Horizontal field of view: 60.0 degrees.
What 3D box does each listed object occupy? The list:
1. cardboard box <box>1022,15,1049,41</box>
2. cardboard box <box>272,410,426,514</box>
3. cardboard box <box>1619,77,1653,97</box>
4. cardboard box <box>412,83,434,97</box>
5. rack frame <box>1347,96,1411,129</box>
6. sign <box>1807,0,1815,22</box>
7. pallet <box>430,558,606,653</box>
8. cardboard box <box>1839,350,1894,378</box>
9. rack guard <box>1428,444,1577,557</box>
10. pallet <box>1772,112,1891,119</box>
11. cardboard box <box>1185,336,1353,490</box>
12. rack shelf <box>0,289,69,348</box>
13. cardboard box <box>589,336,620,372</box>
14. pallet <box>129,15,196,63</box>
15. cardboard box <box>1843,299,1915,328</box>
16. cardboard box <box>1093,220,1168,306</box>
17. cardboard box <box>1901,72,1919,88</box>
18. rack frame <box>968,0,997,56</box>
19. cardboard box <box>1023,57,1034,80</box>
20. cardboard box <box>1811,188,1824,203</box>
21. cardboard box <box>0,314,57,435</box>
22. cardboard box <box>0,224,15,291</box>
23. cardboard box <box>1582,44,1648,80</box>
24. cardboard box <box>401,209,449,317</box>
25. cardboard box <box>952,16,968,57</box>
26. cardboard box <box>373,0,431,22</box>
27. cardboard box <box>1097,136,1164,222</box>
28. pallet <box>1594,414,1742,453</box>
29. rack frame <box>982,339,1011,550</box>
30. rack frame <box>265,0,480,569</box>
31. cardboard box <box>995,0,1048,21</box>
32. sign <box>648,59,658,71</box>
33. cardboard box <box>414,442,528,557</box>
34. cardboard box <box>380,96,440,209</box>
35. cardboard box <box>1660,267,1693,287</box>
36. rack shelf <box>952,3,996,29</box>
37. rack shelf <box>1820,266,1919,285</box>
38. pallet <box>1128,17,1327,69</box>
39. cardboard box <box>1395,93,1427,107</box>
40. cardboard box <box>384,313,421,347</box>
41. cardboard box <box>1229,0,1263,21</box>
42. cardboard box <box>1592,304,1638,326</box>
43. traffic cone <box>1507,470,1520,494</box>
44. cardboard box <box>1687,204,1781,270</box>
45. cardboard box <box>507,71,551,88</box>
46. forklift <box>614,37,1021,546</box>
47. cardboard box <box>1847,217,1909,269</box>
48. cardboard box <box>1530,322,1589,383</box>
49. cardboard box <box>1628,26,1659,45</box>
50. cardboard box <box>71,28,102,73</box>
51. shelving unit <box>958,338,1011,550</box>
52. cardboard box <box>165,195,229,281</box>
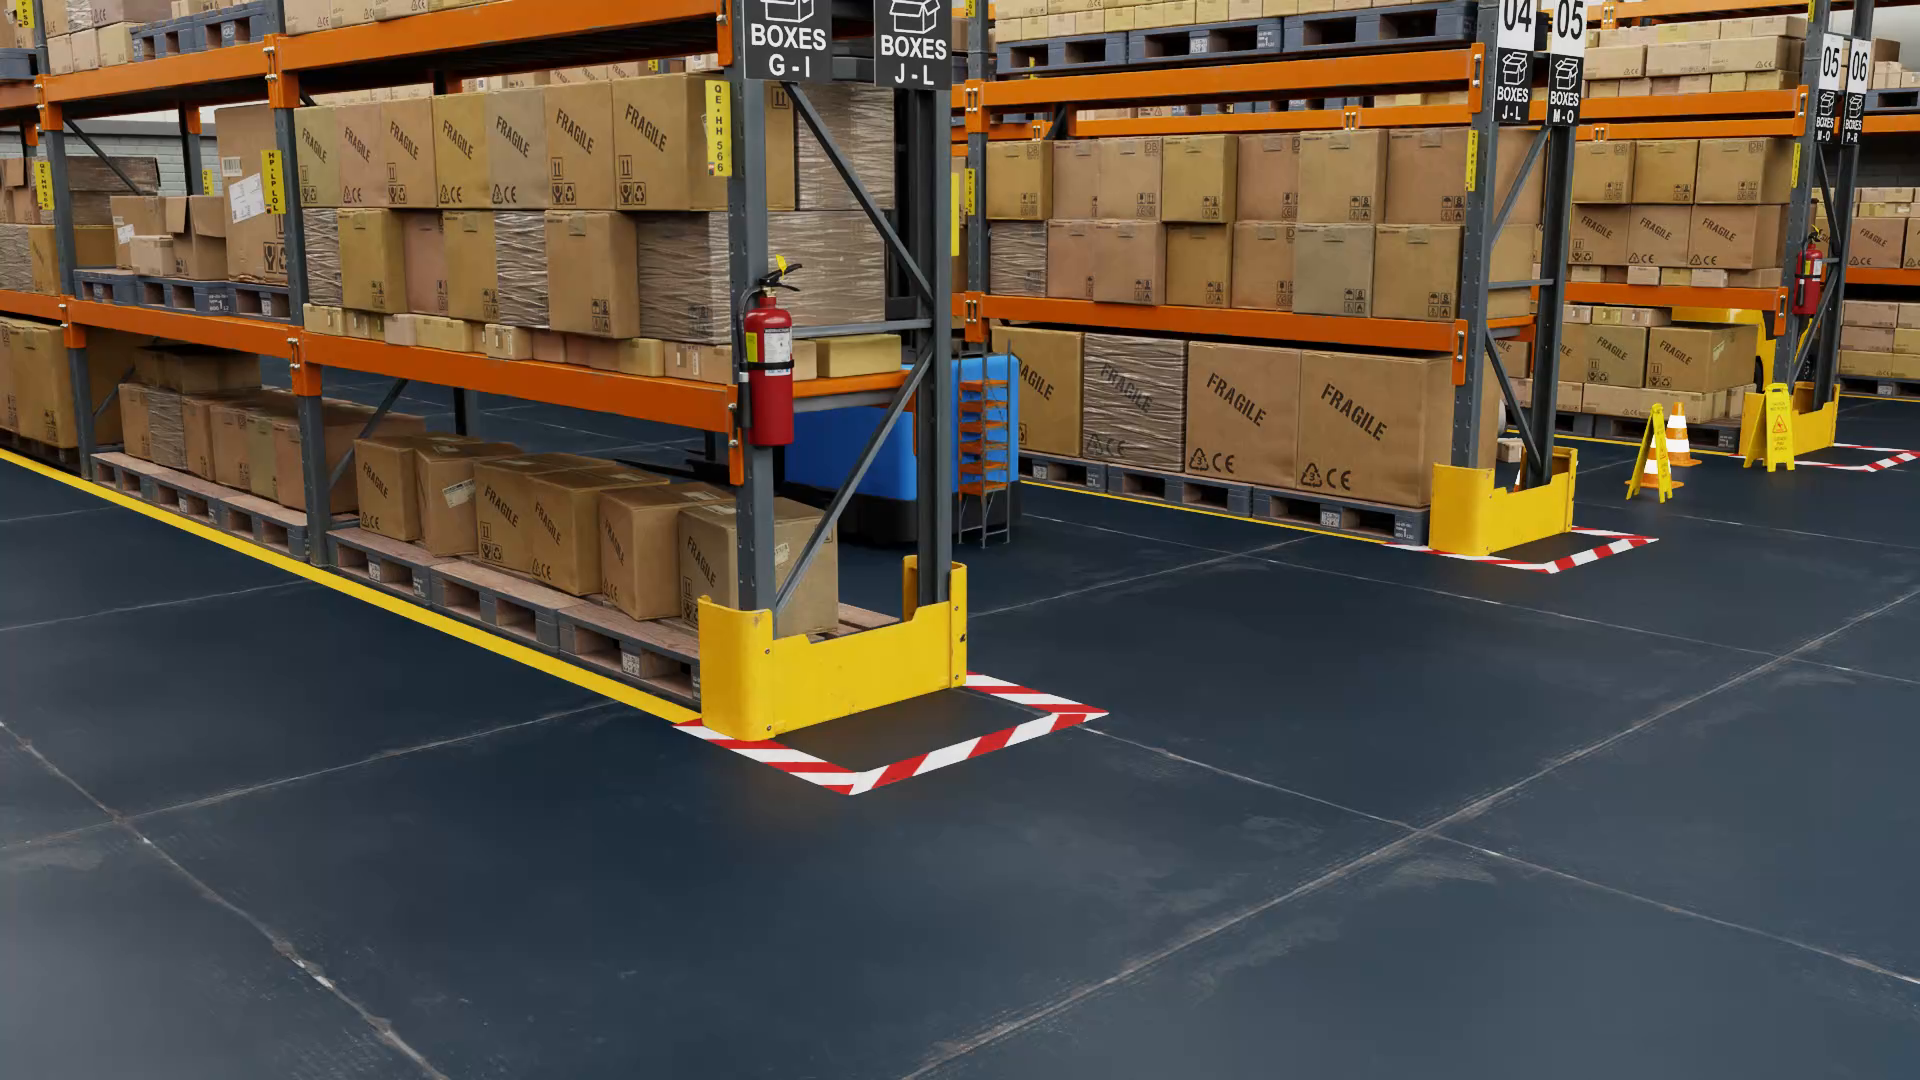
[{"bbox_3d":[0.646,-3.526,11.491,0.380,0.149,0.250,-11,16,-42],"label":"cardboard box"},{"bbox_3d":[-3.606,-0.470,9.865,0.500,0.500,0.700,10,15,41],"label":"cardboard box"},{"bbox_3d":[5.596,-3.694,13.597,0.380,0.149,0.250,-11,16,-43],"label":"cardboard box"},{"bbox_3d":[-5.568,-4.903,17.975,0.500,0.250,0.500,11,16,42],"label":"cardboard box"},{"bbox_3d":[3.970,-2.767,15.910,1.000,3.000,0.127,-11,16,-43],"label":"rack frame"},{"bbox_3d":[6.317,-4.012,12.324,0.100,0.325,0.005,-11,16,-43],"label":"sign"},{"bbox_3d":[-1.861,0.250,8.173,1.003,0.211,1.213,-11,16,-43],"label":"pallet"},{"bbox_3d":[9.430,-1.833,17.150,0.500,0.250,0.500,-11,16,-43],"label":"cardboard box"},{"bbox_3d":[3.239,-0.251,9.892,1.175,0.500,0.348,-11,16,-43],"label":"rack guard"},{"bbox_3d":[9.004,-4.587,17.526,1.003,0.211,1.213,-11,16,-43],"label":"pallet"},{"bbox_3d":[2.097,-0.862,10.887,0.875,0.875,0.875,-11,16,-43],"label":"cardboard box"},{"bbox_3d":[-7.341,-1.910,13.530,1.077,0.370,4.000,-11,16,-43],"label":"rack shelf"},{"bbox_3d":[-1.325,-0.797,6.969,0.380,0.149,0.250,-11,16,-43],"label":"cardboard box"},{"bbox_3d":[-4.265,-3.020,10.166,1.213,0.211,1.003,-11,16,-43],"label":"pallet"},{"bbox_3d":[9.419,-2.322,17.044,0.500,0.250,0.500,-11,16,-42],"label":"cardboard box"},{"bbox_3d":[1.407,-1.912,11.386,0.875,0.550,0.550,-11,16,-43],"label":"cardboard box"},{"bbox_3d":[9.528,-4.555,16.489,0.250,0.149,0.380,11,16,44],"label":"cardboard box"},{"bbox_3d":[0.460,-5.001,11.885,1.000,3.000,0.127,-11,16,-43],"label":"rack frame"},{"bbox_3d":[0.838,-5.111,18.553,0.637,0.503,0.797,11,16,42],"label":"cardboard box"},{"bbox_3d":[8.966,-3.583,17.279,0.380,0.149,0.250,-10,16,-41],"label":"cardboard box"},{"bbox_3d":[-7.031,-1.370,13.353,1.225,0.875,0.875,-11,16,-42],"label":"cardboard box"},{"bbox_3d":[-7.181,-2.206,12.936,0.500,0.500,0.500,11,16,43],"label":"cardboard box"},{"bbox_3d":[5.476,-3.911,13.661,0.500,0.250,0.500,-10,16,-41],"label":"cardboard box"},{"bbox_3d":[-2.193,-1.370,8.143,0.875,0.500,0.500,-11,16,-43],"label":"cardboard box"},{"bbox_3d":[-0.144,-3.794,12.543,0.500,0.250,0.500,-11,16,-42],"label":"cardboard box"},{"bbox_3d":[-2.367,-2.530,7.697,0.500,0.250,0.500,11,16,43],"label":"cardboard box"},{"bbox_3d":[1.427,-2.445,11.296,0.875,0.550,0.550,-11,16,-43],"label":"cardboard box"},{"bbox_3d":[6.145,-0.952,14.011,1.003,0.211,1.213,-11,16,-43],"label":"pallet"},{"bbox_3d":[0.210,-0.550,9.609,0.006,1.200,0.240,10,16,41],"label":"rack frame"},{"bbox_3d":[-3.197,-1.386,9.207,1.000,3.000,0.127,-11,16,-43],"label":"rack frame"},{"bbox_3d":[0.595,-3.749,11.585,0.500,0.250,0.500,-11,16,-42],"label":"cardboard box"},{"bbox_3d":[-2.696,-4.294,14.604,0.100,0.325,0.005,-11,16,-43],"label":"sign"},{"bbox_3d":[-2.549,-0.221,8.706,0.500,0.500,0.500,-5,13,-25],"label":"cardboard box"},{"bbox_3d":[-2.379,-1.824,7.868,0.500,0.500,0.500,-11,16,-43],"label":"cardboard box"},{"bbox_3d":[5.903,-2.147,13.523,0.380,0.149,0.250,-11,16,-44],"label":"cardboard box"},{"bbox_3d":[-0.173,-6.033,19.668,1.077,0.370,4.000,-11,16,-43],"label":"rack shelf"},{"bbox_3d":[8.939,-2.815,17.926,1.077,0.370,4.000,-11,16,-43],"label":"rack shelf"},{"bbox_3d":[1.856,-3.190,10.746,1.003,0.211,1.213,-11,16,-43],"label":"pallet"},{"bbox_3d":[4.147,-3.988,15.021,0.380,0.149,0.250,-11,16,-42],"label":"cardboard box"},{"bbox_3d":[-2.588,-1.042,8.157,0.380,0.149,0.250,-11,16,-43],"label":"cardboard box"},{"bbox_3d":[1.870,-3.267,10.234,0.380,0.149,0.250,-11,16,-42],"label":"cardboard box"},{"bbox_3d":[5.517,-1.890,13.957,0.380,0.149,0.250,-11,16,-42],"label":"cardboard box"},{"bbox_3d":[3.882,-0.512,11.250,0.336,0.463,0.334,-11,16,-43],"label":"traffic cone"},{"bbox_3d":[6.158,-2.419,13.235,0.500,0.500,0.500,-11,16,-44],"label":"cardboard box"},{"bbox_3d":[-4.093,-4.712,16.619,0.797,0.503,0.637,-11,16,-43],"label":"cardboard box"},{"bbox_3d":[-1.059,-1.628,10.551,3.031,2.935,1.130,10,16,41],"label":"forklift"},{"bbox_3d":[9.439,-3.037,16.972,0.500,0.500,0.500,-10,15,-41],"label":"cardboard box"},{"bbox_3d":[5.284,-1.641,14.357,0.500,0.500,0.500,11,16,44],"label":"cardboard box"},{"bbox_3d":[5.644,-4.087,13.529,0.380,0.149,0.250,-11,16,-43],"label":"cardboard box"},{"bbox_3d":[-5.465,-3.187,10.884,0.500,0.250,0.500,-10,16,-41],"label":"cardboard box"},{"bbox_3d":[0.142,-0.563,9.669,0.189,1.200,0.258,10,16,41],"label":"shelving unit"},{"bbox_3d":[-4.461,-1.883,10.320,0.797,0.503,0.637,-9,15,-37],"label":"cardboard box"}]
